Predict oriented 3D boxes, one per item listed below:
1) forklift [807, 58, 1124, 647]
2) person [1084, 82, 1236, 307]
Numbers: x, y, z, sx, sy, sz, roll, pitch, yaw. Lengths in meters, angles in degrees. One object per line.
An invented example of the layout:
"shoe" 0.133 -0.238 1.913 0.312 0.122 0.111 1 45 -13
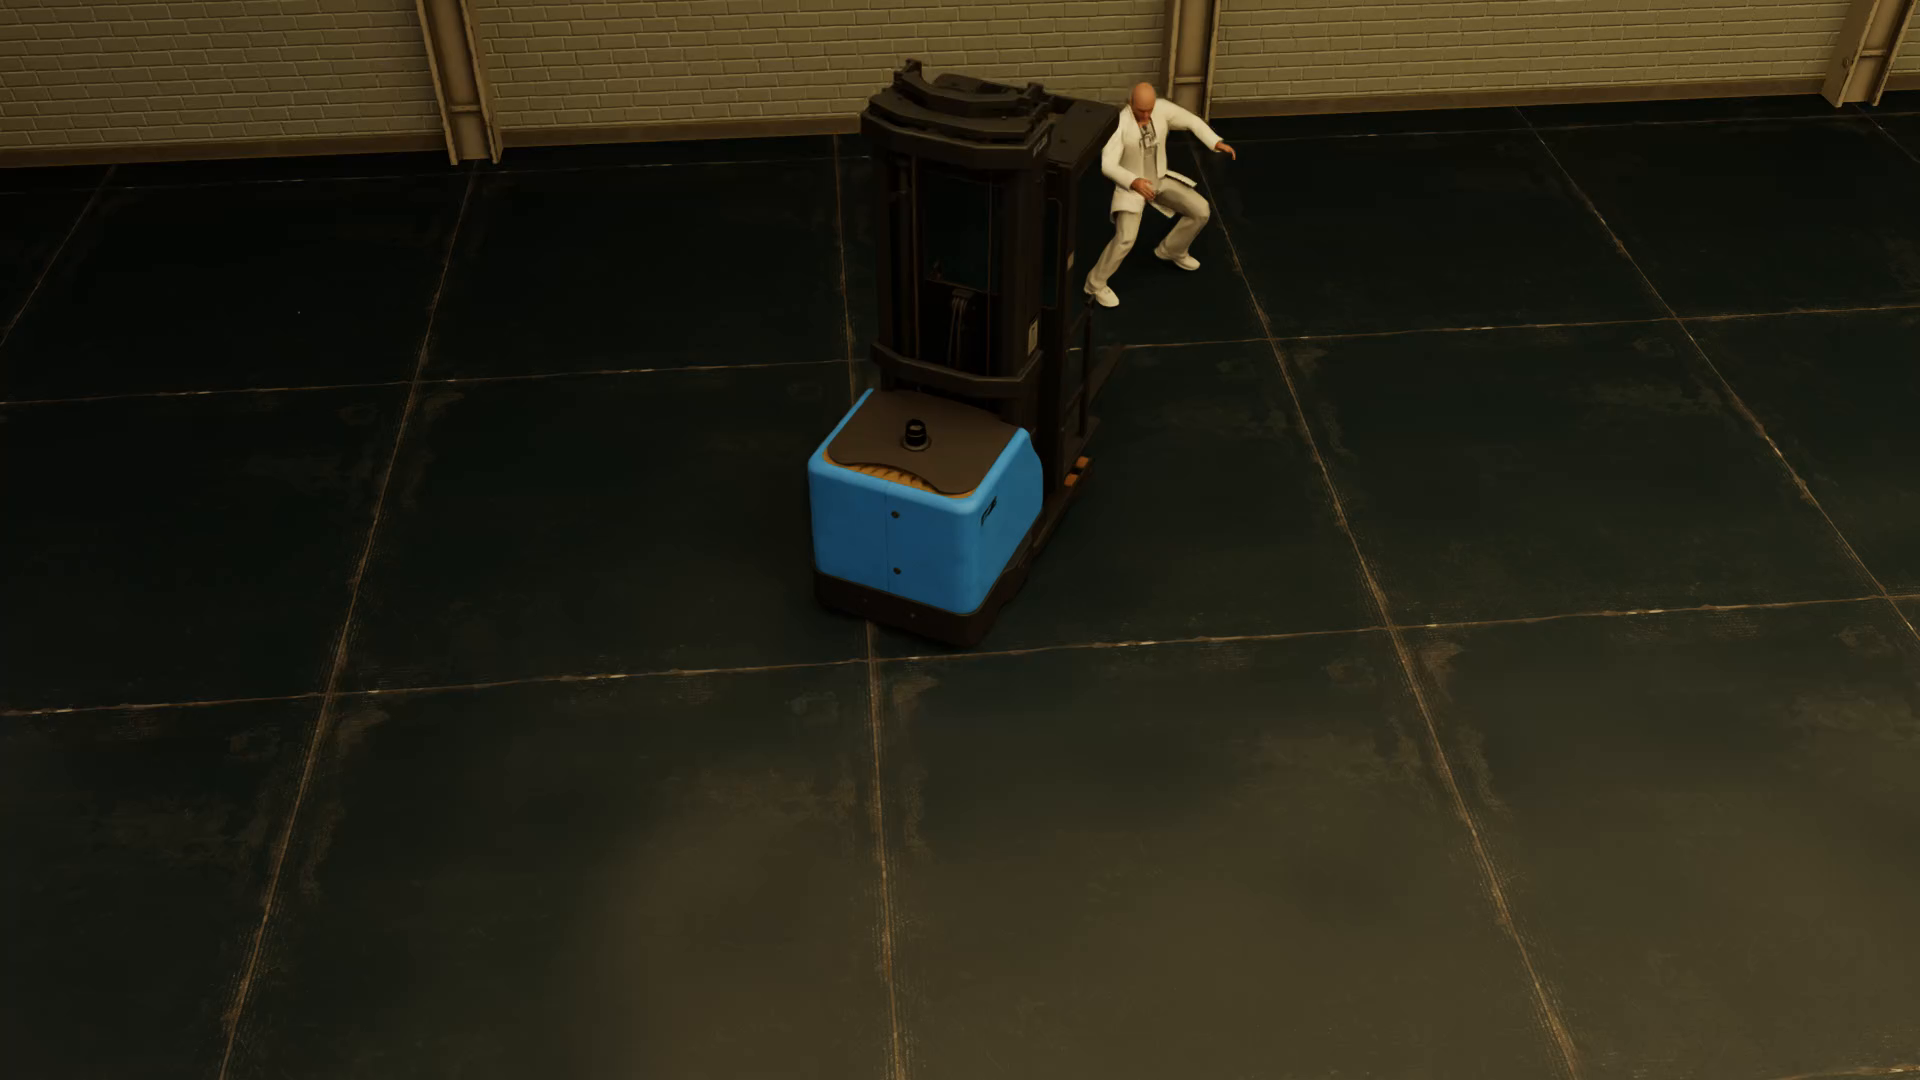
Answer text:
"forklift" 0.209 -1.473 9.660 1.130 2.935 3.031 16 43 18
"person" 1.417 -2.517 11.940 1.023 1.549 0.773 -16 43 -18
